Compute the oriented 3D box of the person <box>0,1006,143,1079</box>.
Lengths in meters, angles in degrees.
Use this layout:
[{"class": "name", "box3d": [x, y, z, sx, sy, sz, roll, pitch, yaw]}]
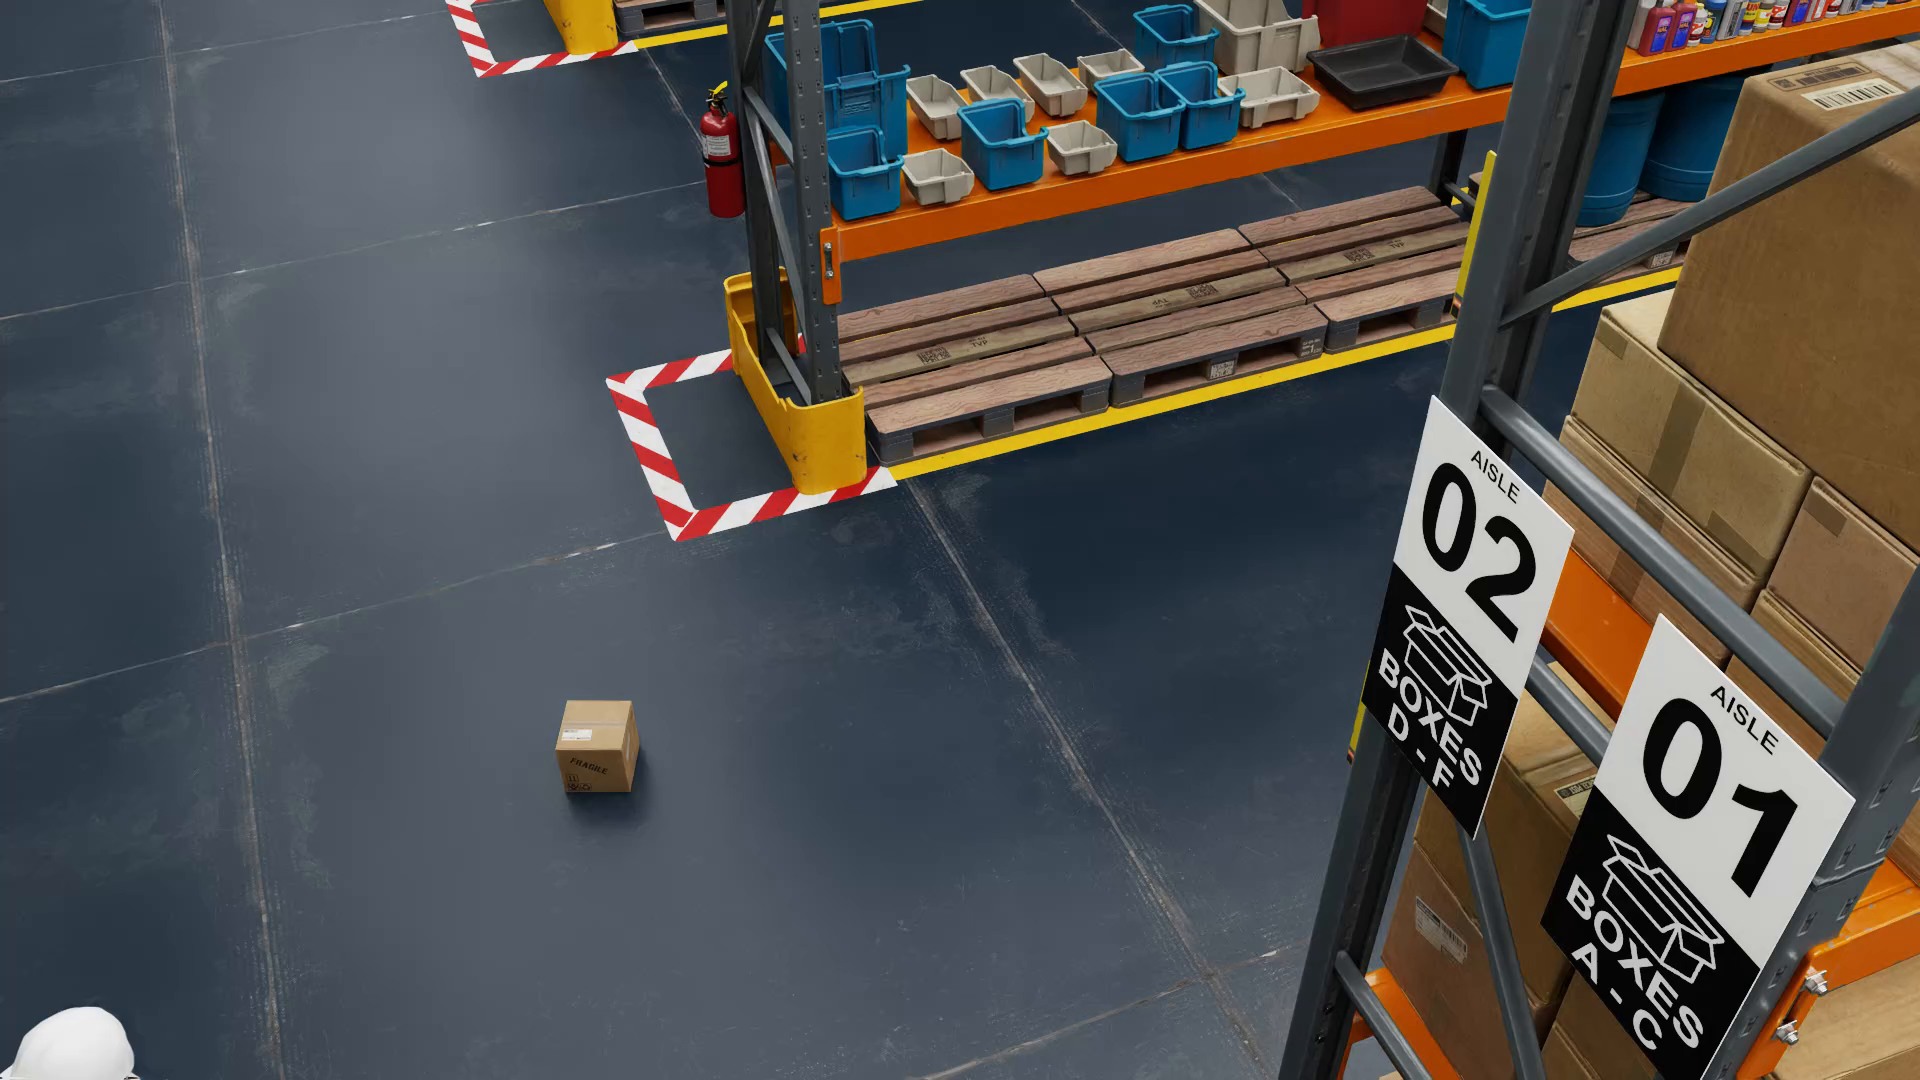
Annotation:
[{"class": "person", "box3d": [-1.970, 1.739, 4.169, 0.532, 1.731, 0.957, 15, 44, 17]}]
